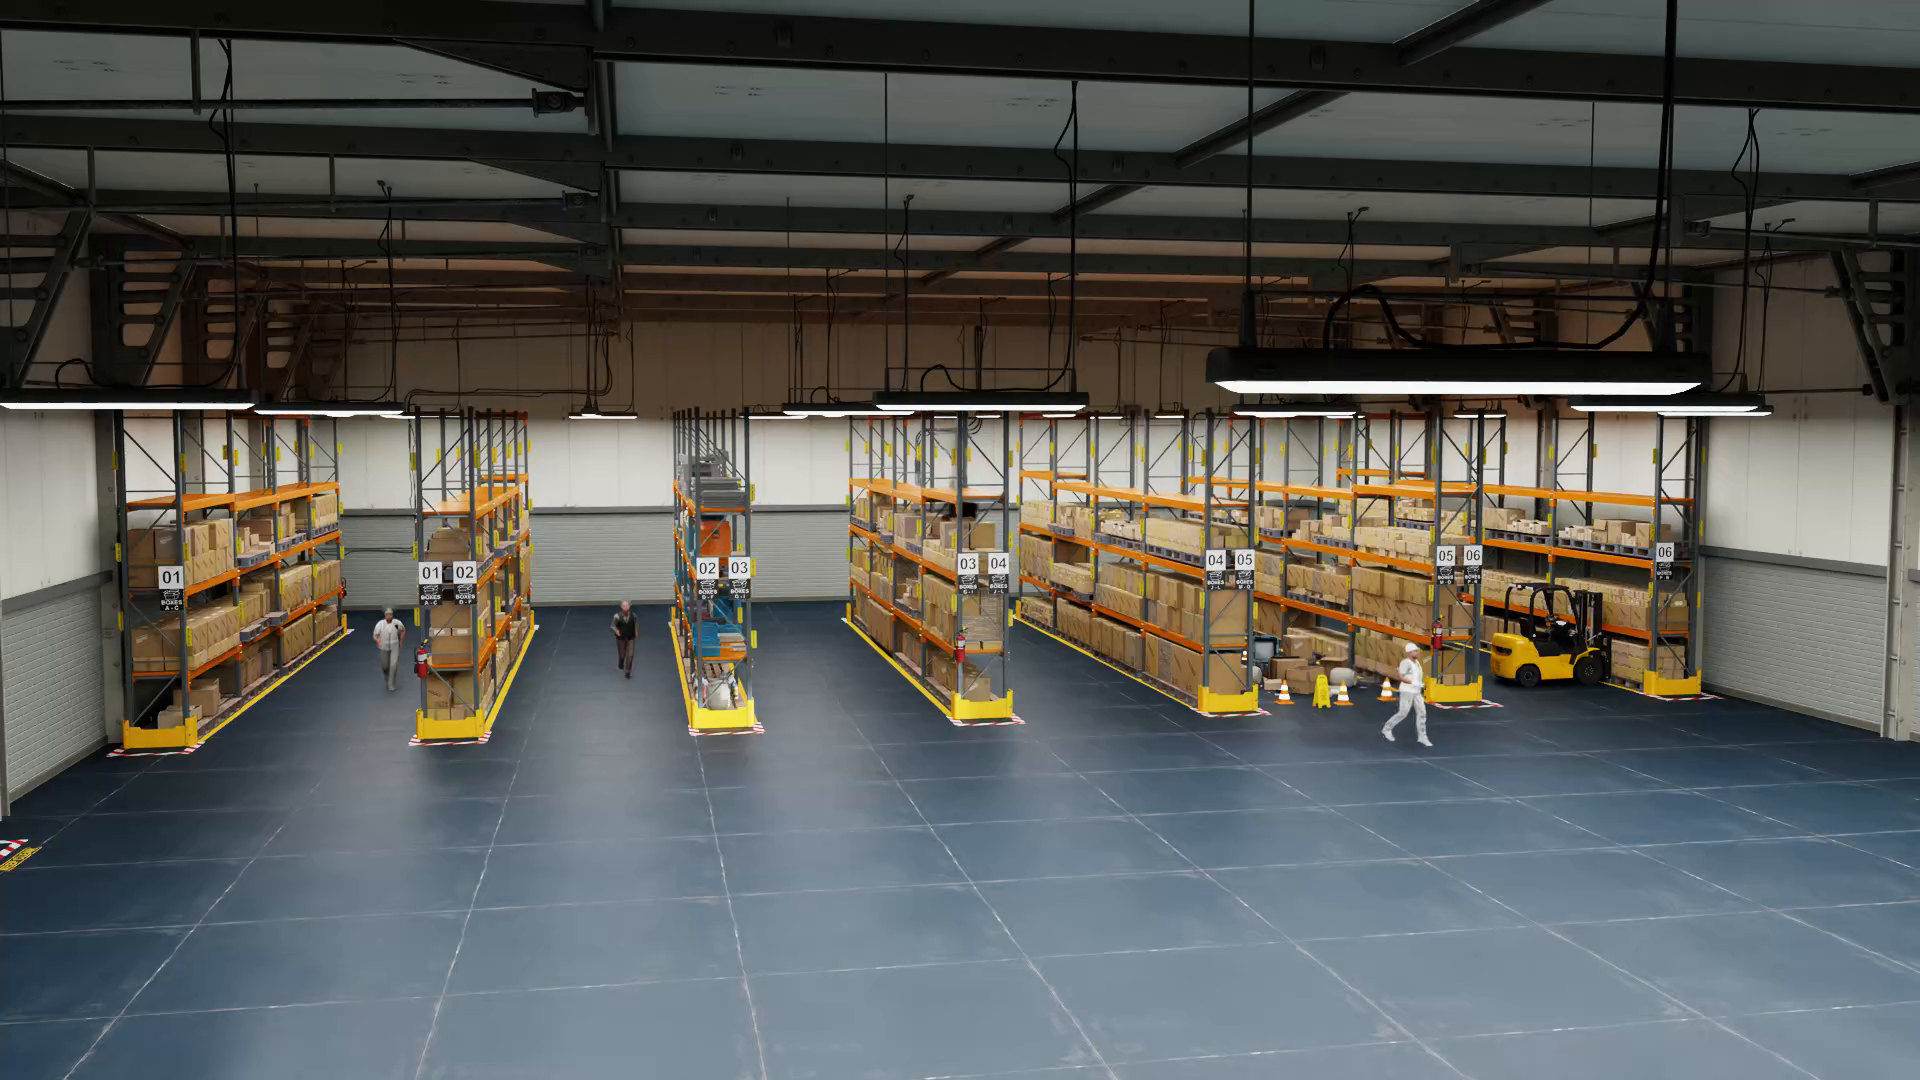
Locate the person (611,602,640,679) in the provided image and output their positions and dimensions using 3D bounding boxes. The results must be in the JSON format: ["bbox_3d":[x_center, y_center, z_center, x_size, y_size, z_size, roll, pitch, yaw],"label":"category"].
[{"bbox_3d":[-7.508,2.242,37.358,0.671,1.721,0.798,-1,4,-19],"label":"person"}]

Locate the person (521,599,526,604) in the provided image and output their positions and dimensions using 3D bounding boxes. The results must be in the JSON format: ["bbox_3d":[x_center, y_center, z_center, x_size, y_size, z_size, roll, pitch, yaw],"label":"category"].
[{"bbox_3d":[-12.519,1.588,46.878,0.545,1.613,0.563,1,4,9],"label":"person"}]

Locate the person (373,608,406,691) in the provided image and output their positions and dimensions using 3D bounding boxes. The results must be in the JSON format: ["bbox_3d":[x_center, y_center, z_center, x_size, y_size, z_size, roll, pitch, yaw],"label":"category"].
[{"bbox_3d":[-12.266,2.317,35.777,0.672,1.765,0.799,-1,4,-20],"label":"person"}]

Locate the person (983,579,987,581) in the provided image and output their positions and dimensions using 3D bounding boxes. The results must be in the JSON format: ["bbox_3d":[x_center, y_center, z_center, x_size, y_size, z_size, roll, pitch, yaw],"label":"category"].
[{"bbox_3d":[0.514,1.509,48.046,0.610,1.564,0.828,1,4,18],"label":"person"}]

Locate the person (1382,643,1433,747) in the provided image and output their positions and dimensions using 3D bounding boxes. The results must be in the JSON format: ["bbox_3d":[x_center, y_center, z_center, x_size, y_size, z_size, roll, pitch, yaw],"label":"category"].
[{"bbox_3d":[7.998,2.726,29.508,0.946,1.795,0.721,4,6,42],"label":"person"}]
